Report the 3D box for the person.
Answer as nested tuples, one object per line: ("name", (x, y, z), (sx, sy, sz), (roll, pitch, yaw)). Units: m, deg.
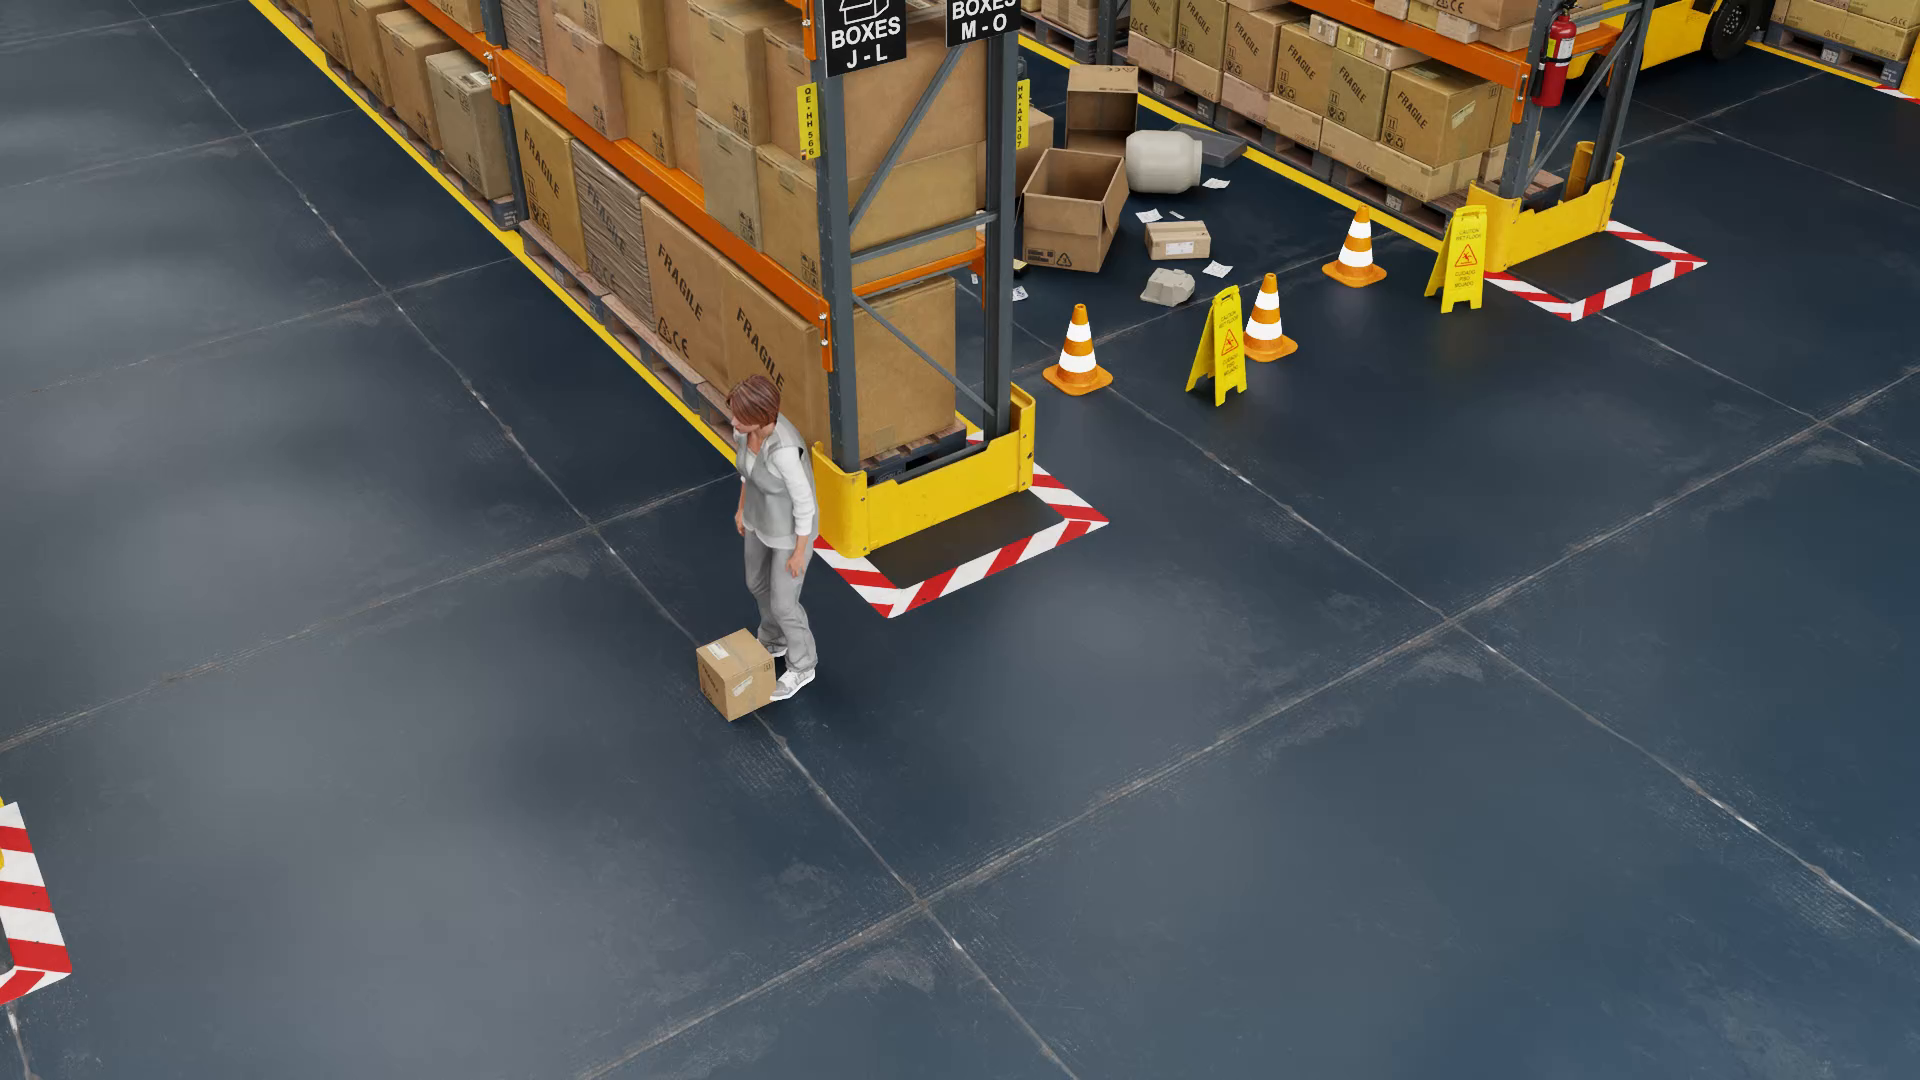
("person", (-0.786, -0.031, 7.049), (0.344, 1.593, 0.485), (-26, 44, -30))
